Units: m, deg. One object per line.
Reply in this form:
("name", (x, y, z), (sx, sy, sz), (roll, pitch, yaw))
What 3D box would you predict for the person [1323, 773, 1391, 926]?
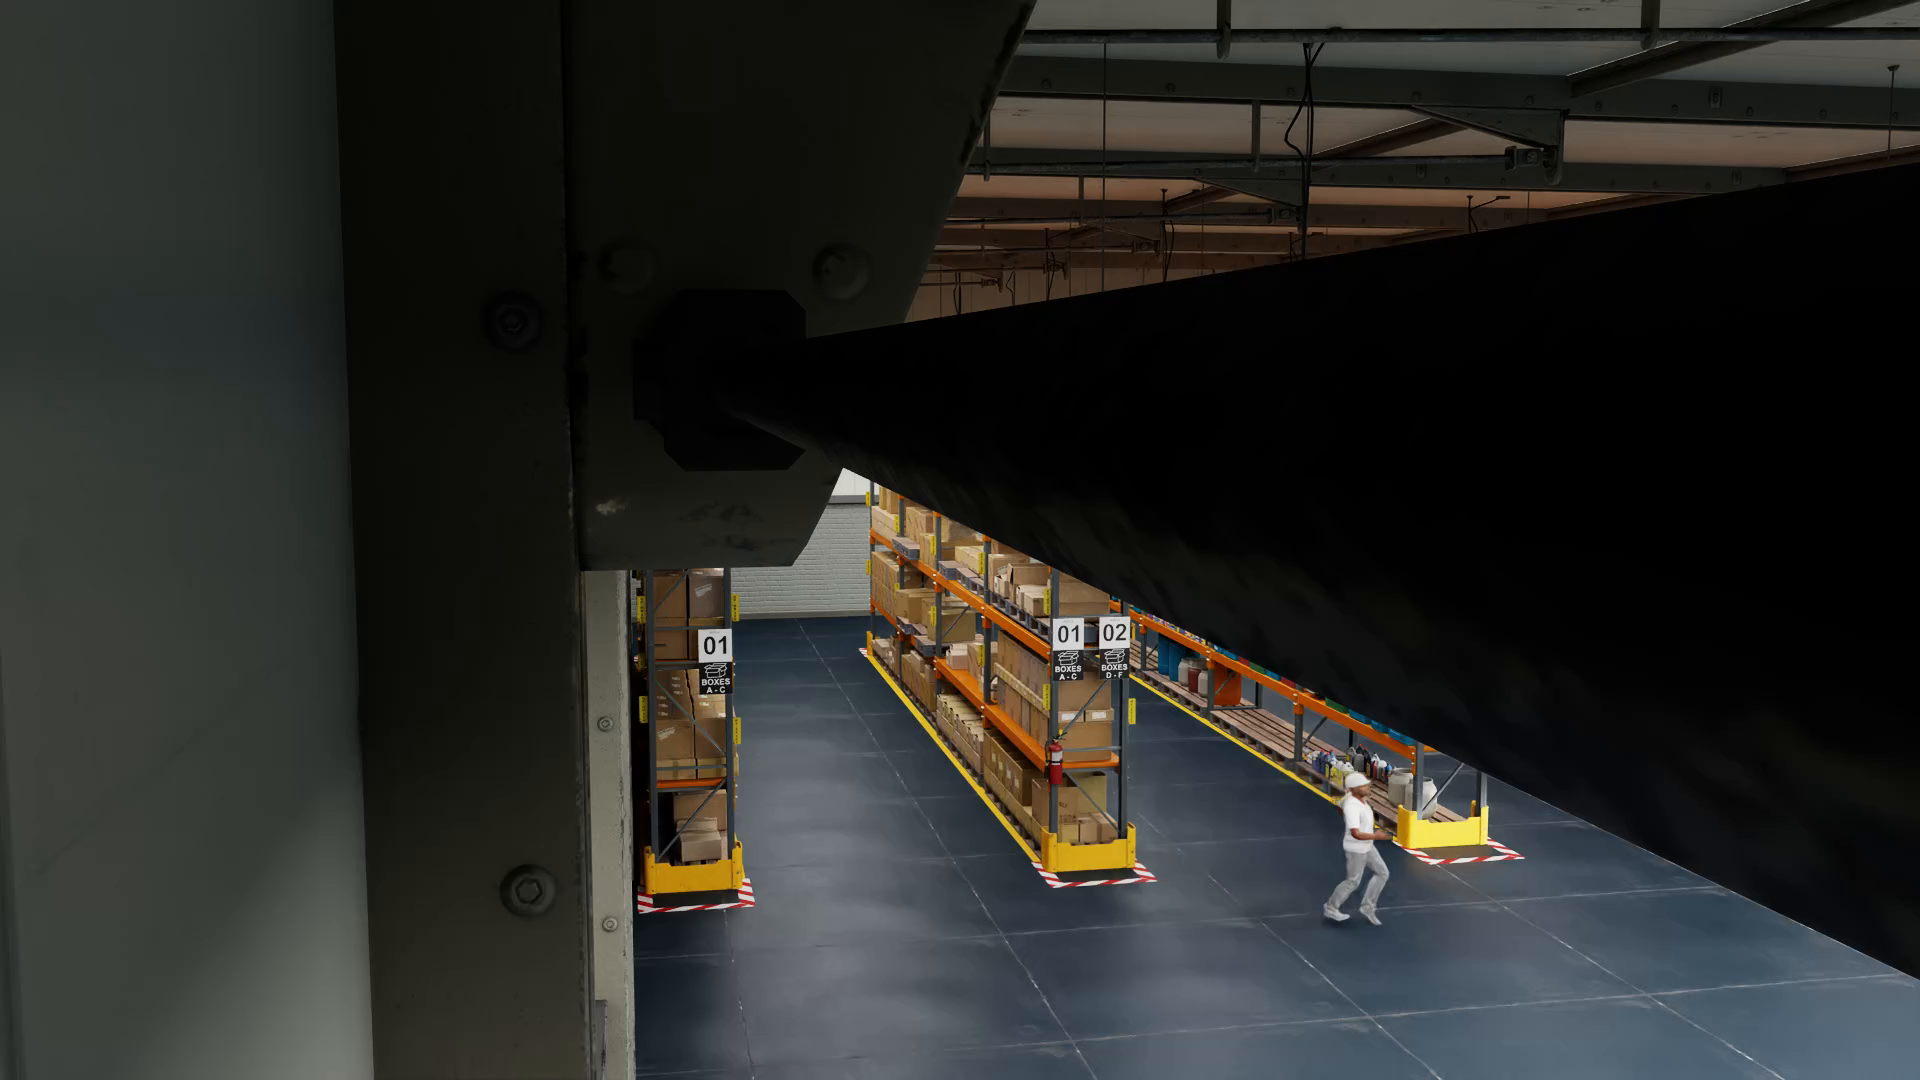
("person", (4.521, 3.510, 18.871), (0.734, 1.790, 0.707), (2, 6, 22))
